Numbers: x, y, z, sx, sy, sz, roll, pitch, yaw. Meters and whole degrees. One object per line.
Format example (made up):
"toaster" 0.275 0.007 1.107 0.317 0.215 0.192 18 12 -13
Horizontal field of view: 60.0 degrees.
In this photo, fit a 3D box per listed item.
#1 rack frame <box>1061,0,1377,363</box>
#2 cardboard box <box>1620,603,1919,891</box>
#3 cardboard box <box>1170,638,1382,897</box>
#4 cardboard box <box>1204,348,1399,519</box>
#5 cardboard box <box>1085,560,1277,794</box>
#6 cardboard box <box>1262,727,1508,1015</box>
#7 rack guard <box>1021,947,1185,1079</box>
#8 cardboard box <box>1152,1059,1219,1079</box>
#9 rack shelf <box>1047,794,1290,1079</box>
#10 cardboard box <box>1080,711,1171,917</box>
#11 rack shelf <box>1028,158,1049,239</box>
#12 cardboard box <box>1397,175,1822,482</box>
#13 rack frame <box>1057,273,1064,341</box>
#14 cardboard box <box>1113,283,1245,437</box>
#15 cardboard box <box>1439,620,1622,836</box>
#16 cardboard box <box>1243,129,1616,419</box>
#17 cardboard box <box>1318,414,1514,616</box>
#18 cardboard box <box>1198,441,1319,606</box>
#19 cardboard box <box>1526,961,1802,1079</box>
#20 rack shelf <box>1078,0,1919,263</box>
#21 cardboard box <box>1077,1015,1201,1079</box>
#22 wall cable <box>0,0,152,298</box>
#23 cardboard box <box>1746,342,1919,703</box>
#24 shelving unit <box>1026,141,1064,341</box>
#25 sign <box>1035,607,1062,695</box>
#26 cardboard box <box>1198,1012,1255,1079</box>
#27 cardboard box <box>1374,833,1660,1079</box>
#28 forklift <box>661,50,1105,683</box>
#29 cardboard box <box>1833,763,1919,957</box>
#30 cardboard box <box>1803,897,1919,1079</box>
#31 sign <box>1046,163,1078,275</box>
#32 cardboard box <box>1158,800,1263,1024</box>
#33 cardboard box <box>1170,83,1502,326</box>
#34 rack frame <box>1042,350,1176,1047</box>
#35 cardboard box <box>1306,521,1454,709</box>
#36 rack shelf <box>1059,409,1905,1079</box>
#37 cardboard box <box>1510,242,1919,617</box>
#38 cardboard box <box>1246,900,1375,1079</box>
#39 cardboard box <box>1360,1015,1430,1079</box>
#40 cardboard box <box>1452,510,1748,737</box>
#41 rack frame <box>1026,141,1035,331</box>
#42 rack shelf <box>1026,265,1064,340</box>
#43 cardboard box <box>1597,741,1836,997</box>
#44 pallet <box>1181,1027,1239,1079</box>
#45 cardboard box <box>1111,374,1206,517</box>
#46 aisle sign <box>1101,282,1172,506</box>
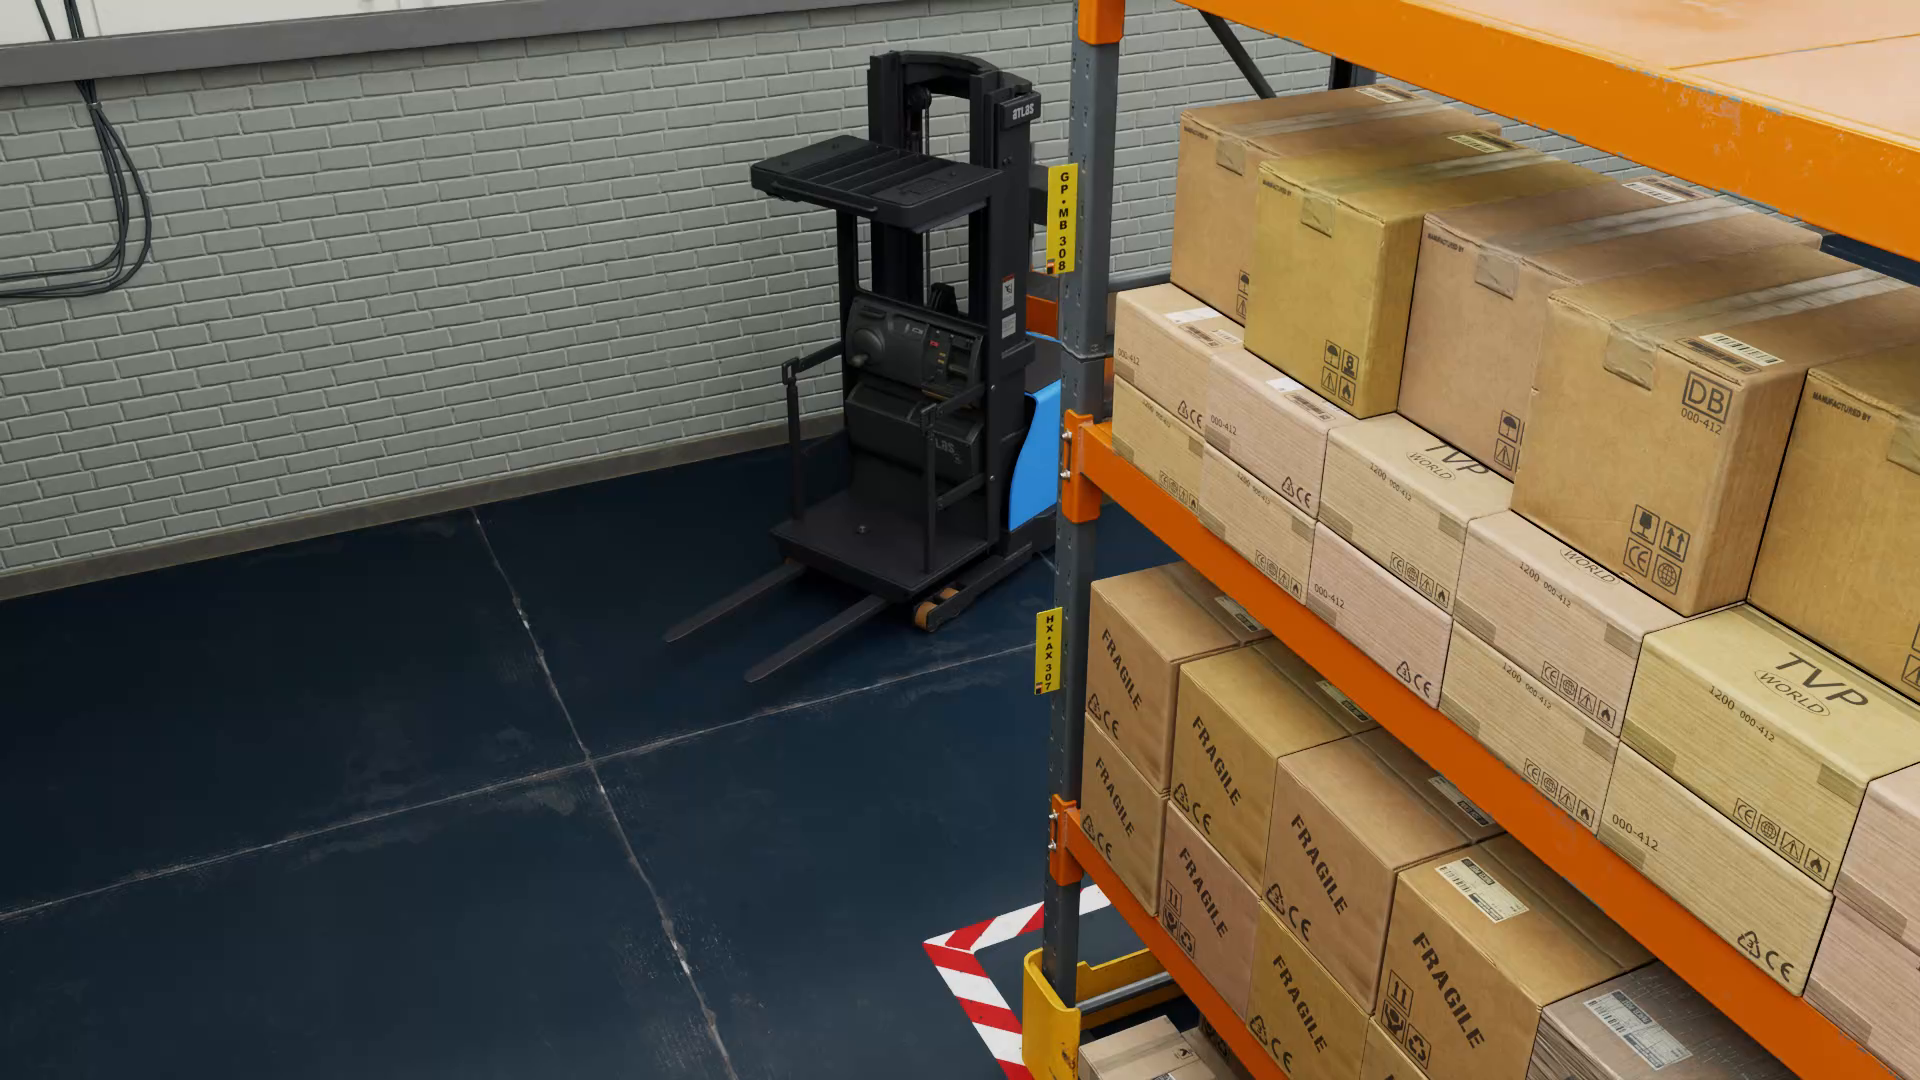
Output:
"rack frame" 0.791 -1.978 4.549 1.000 3.000 0.127 -13 32 -22
"cardboard box" 1.630 0.344 3.118 0.500 0.250 0.500 -13 32 -22
"cardboard box" 0.974 0.640 4.891 0.500 0.500 0.500 -13 32 -21
"cardboard box" 0.984 -0.318 4.299 0.500 0.250 0.500 -13 32 -22
"cardboard box" 0.743 0.410 5.299 0.500 0.500 0.500 -12 31 -20
"cardboard box" 1.185 0.862 4.495 0.500 0.500 0.500 -13 32 -21
"rack guard" 0.823 1.763 6.568 1.175 0.500 0.348 -13 32 -22
"cardboard box" 0.767 2.050 5.947 0.380 0.166 0.250 -13 32 -22
"rack shelf" 1.649 1.836 4.617 1.077 0.370 4.000 -13 32 -22
"cardboard box" 0.743 0.847 5.544 0.500 0.500 0.500 -12 32 -21
"rack shelf" 0.533 -2.015 10.266 0.480 0.518 0.431 20 35 32
"cardboard box" 1.476 -0.489 3.836 0.700 0.500 0.500 -13 32 -22
"rack frame" 0.727 -1.344 10.473 0.015 2.100 0.400 20 35 32
"cardboard box" 0.776 -0.541 4.695 0.500 0.250 0.500 -13 32 -22
"cardboard box" 1.421 0.340 3.636 0.500 0.250 0.500 -13 32 -22
"cardboard box" 1.164 -0.687 4.190 0.700 0.500 0.500 -13 32 -22
"cardboard box" 1.205 -0.099 3.907 0.500 0.250 0.500 -13 32 -22
"cardboard box" 0.985 -0.100 4.421 0.500 0.250 0.500 -13 32 -22
"cardboard box" 1.619 1.309 3.698 0.500 0.500 0.500 -13 32 -22
"rack shelf" 1.649 -0.779 3.151 1.077 0.370 4.000 -13 32 -22
"cardboard box" 0.660 1.948 6.148 0.380 0.149 0.250 -13 32 -22
"wall cable" -5.787 -2.155 8.040 3.097 2.526 0.112 -13 32 -22
"cardboard box" 1.958 -0.059 3.070 0.700 0.500 0.500 -13 32 -22
"shelving unit" 0.533 -1.416 10.602 0.503 2.100 0.431 20 35 32
"sign" 0.301 0.375 5.602 0.100 0.325 0.005 -13 32 -22
"cardboard box" 1.247 1.726 6.184 0.500 0.500 0.500 -13 32 -22
"cardboard box" 1.404 1.086 4.095 0.500 0.500 0.500 -13 32 -22
"forklift" -0.389 -1.039 9.079 1.130 2.935 3.031 21 36 33
"cardboard box" 1.842 0.565 2.723 0.500 0.250 0.500 -13 32 -22
"cardboard box" 1.854 0.781 2.850 0.500 0.250 0.500 -13 32 -22
"sign" 0.301 -0.937 4.866 0.100 0.325 0.005 -13 32 -22
"cardboard box" 0.969 1.073 5.140 0.500 0.500 0.500 -13 32 -22
"cardboard box" 1.026 -0.926 4.616 0.700 0.500 0.500 -13 32 -22
"rack frame" 0.791 0.639 6.017 1.000 3.000 0.127 -13 32 -22
"cardboard box" 1.201 0.120 4.028 0.500 0.250 0.500 -13 32 -22
"rack shelf" 1.649 0.528 3.884 1.077 0.370 4.000 -13 32 -22
"cardboard box" 1.606 -0.248 3.407 0.700 0.500 0.500 -13 32 -22
"cardboard box" 1.182 1.296 4.743 0.500 0.500 0.500 -13 32 -22
"cardboard box" 1.395 1.517 4.349 0.500 0.500 0.500 -13 32 -21
"cardboard box" 1.416 0.123 3.512 0.500 0.250 0.500 -13 32 -22
"rack frame" 0.339 -1.489 10.731 0.015 2.100 0.400 20 35 32
"rack shelf" 0.533 -1.404 10.609 0.480 0.518 0.431 20 35 32
"cardboard box" 1.632 0.562 3.241 0.500 0.250 0.500 -13 32 -22
"pallet" 1.167 2.241 6.011 1.003 0.211 1.213 -13 32 -22
"cardboard box" 0.782 -0.324 4.820 0.500 0.250 0.500 -13 32 -22
"aisle sign" 0.496 -0.464 5.325 0.394 0.787 0.004 -13 32 -22
